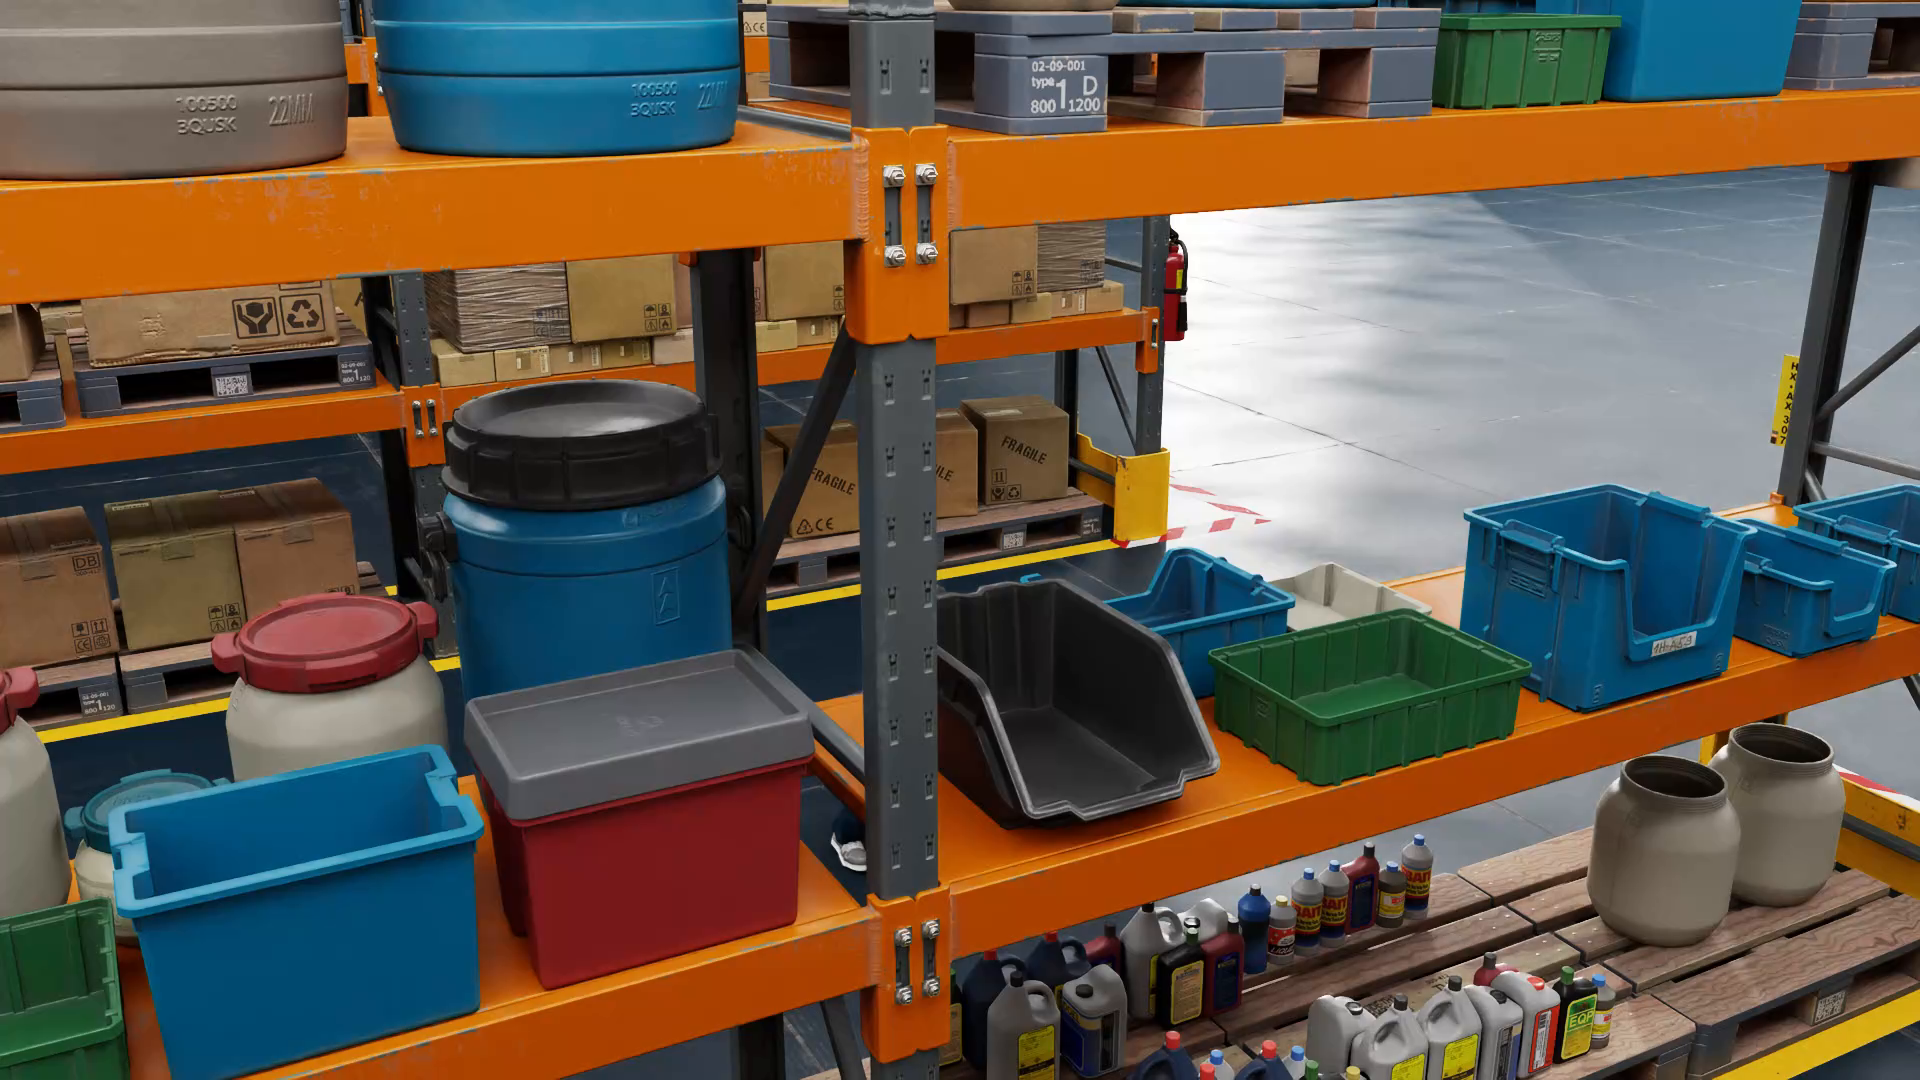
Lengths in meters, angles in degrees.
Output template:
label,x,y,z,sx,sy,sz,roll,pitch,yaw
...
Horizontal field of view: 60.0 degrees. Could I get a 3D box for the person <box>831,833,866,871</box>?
label,x,y,z,sx,sy,sz,roll,pitch,yaw
person,-0.209,0.895,5.940,0.382,0.757,0.816,-10,21,-27
